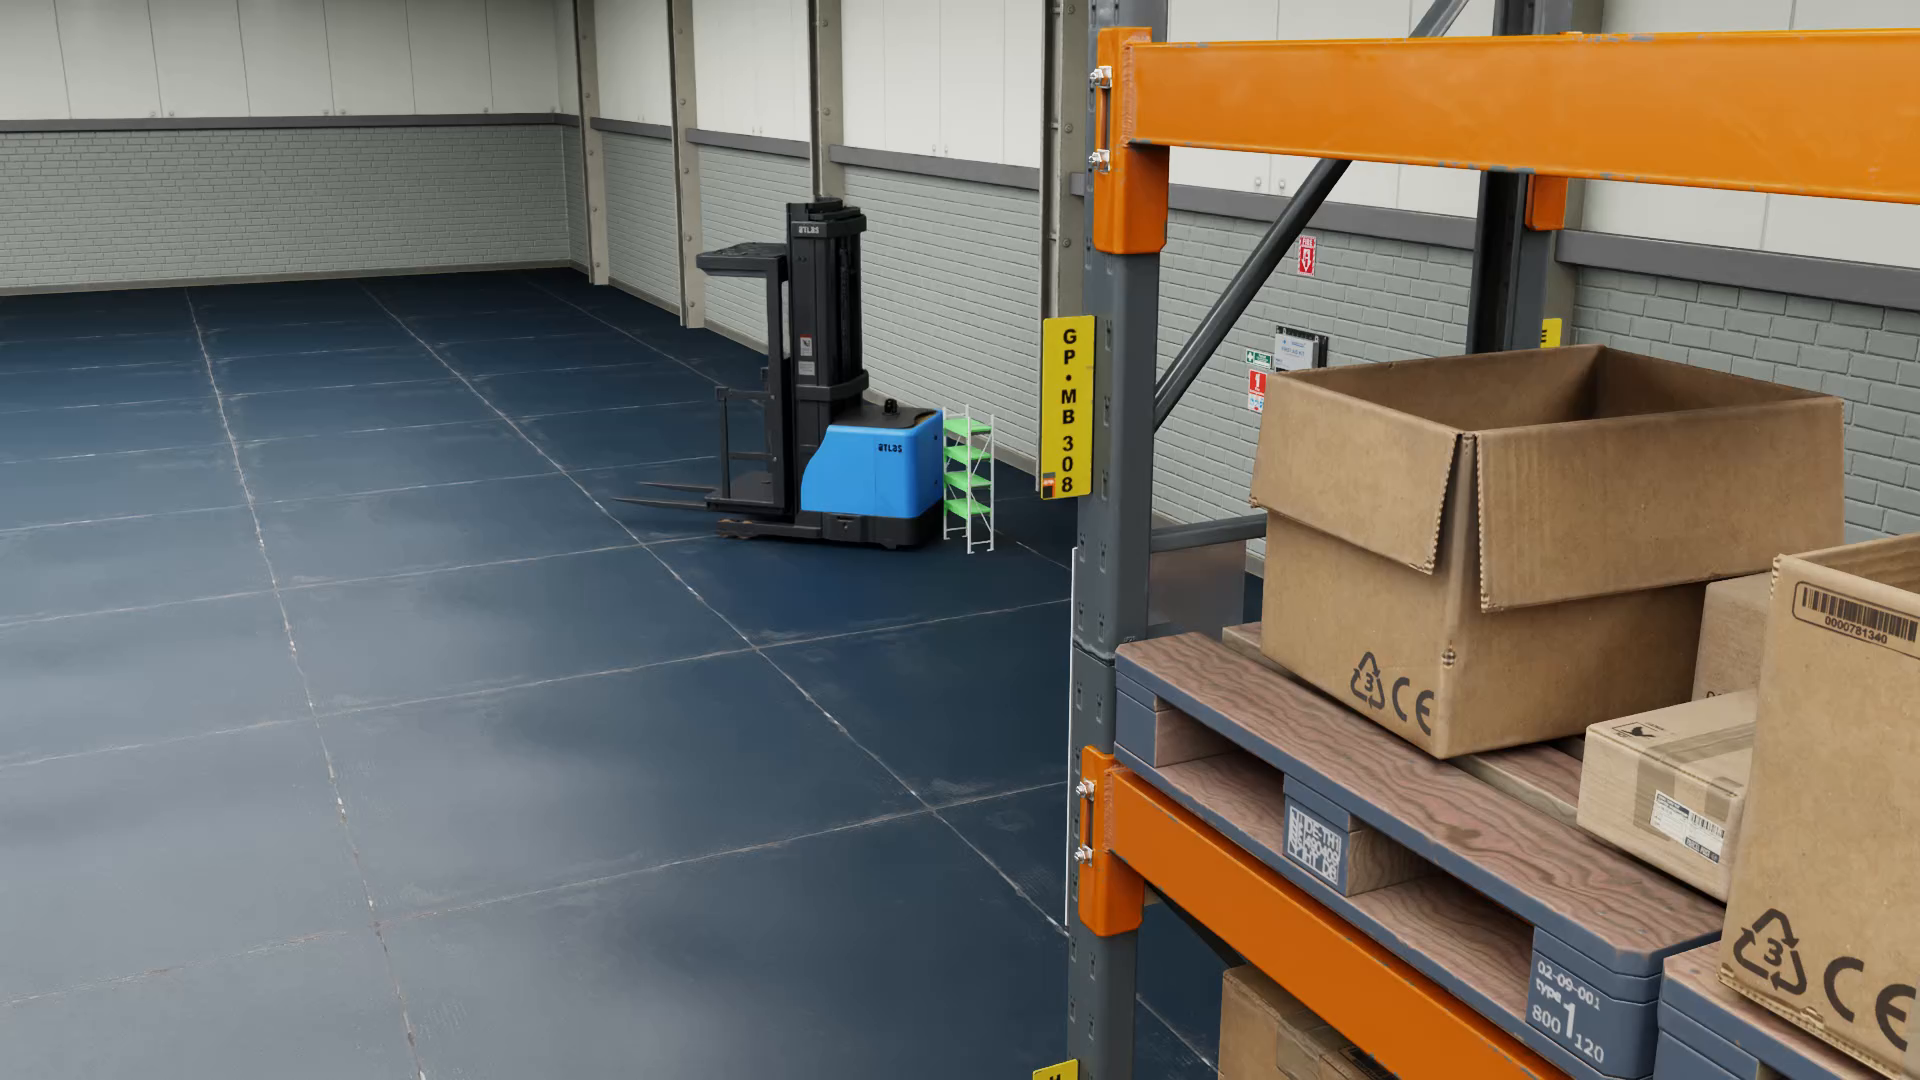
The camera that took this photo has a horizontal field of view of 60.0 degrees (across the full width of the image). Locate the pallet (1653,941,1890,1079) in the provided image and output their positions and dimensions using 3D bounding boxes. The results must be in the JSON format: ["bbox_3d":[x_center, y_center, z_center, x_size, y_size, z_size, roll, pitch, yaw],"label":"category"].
[{"bbox_3d":[1.518,0.681,1.660,1.003,0.211,1.213,-8,18,-25],"label":"pallet"}]

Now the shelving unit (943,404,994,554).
[{"bbox_3d":[0.073,-0.536,14.442,0.258,1.200,0.503,-8,18,-25],"label":"shelving unit"}]

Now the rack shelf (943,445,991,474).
[{"bbox_3d":[0.073,-0.705,14.394,0.258,0.148,0.480,-8,18,-25],"label":"rack shelf"}]

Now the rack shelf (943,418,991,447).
[{"bbox_3d":[0.073,-0.936,14.327,0.258,0.148,0.480,-8,18,-25],"label":"rack shelf"}]

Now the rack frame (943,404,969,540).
[{"bbox_3d":[-0.034,-0.596,14.653,0.240,1.200,0.015,-8,18,-25],"label":"rack frame"}]

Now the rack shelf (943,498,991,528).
[{"bbox_3d":[0.073,-0.244,14.526,0.258,0.148,0.480,-8,18,-25],"label":"rack shelf"}]

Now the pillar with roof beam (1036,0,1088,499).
[{"bbox_3d":[-2.898,-4.270,13.316,9.100,9.000,0.400,-8,18,-25],"label":"pillar with roof beam"}]

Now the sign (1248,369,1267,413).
[{"bbox_3d":[2.402,-1.203,13.440,0.001,0.329,0.234,-8,18,-25],"label":"sign"}]

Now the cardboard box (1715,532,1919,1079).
[{"bbox_3d":[1.175,0.285,1.685,0.500,0.500,0.500,-8,18,-25],"label":"cardboard box"}]

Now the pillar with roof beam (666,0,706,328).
[{"bbox_3d":[-8.155,-7.246,23.685,9.100,9.000,0.400,-8,18,-25],"label":"pillar with roof beam"}]

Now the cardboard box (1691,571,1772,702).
[{"bbox_3d":[1.435,0.214,2.385,0.500,0.250,0.500,-8,18,-25],"label":"cardboard box"}]

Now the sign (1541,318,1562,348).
[{"bbox_3d":[1.187,-0.292,3.431,0.100,0.325,0.005,-8,18,-25],"label":"sign"}]

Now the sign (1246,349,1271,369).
[{"bbox_3d":[2.397,-1.456,13.359,0.001,0.109,0.331,-8,18,-25],"label":"sign"}]

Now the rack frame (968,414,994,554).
[{"bbox_3d":[0.179,-0.475,14.231,0.240,1.200,0.015,-8,18,-25],"label":"rack frame"}]

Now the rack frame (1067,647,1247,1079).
[{"bbox_3d":[0.693,1.599,3.739,1.000,3.000,0.127,-8,18,-25],"label":"rack frame"}]

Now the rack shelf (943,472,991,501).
[{"bbox_3d":[0.073,-0.474,14.460,0.258,0.148,0.480,-8,18,-25],"label":"rack shelf"}]

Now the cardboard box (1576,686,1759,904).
[{"bbox_3d":[1.050,0.322,2.192,0.380,0.149,0.250,-8,18,-25],"label":"cardboard box"}]

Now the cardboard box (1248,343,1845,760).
[{"bbox_3d":[0.941,-0.018,2.736,0.797,0.503,0.637,-6,17,-21],"label":"cardboard box"}]

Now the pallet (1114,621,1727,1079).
[{"bbox_3d":[0.980,0.378,2.716,1.003,0.211,1.213,-8,18,-25],"label":"pallet"}]

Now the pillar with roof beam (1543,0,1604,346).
[{"bbox_3d":[-0.270,-2.782,8.132,9.100,9.000,0.400,-8,18,-25],"label":"pillar with roof beam"}]

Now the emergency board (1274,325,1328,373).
[{"bbox_3d":[2.552,-1.036,12.924,0.194,1.169,0.643,-8,18,-25],"label":"emergency board"}]

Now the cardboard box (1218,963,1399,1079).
[{"bbox_3d":[0.909,1.058,3.092,0.700,0.500,0.500,-8,18,-25],"label":"cardboard box"}]

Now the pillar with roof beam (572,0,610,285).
[{"bbox_3d":[-10.784,-8.733,28.869,9.100,9.000,0.400,-8,18,-25],"label":"pillar with roof beam"}]

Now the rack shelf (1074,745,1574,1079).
[{"bbox_3d":[1.569,0.999,1.697,1.077,0.370,4.000,-8,18,-25],"label":"rack shelf"}]

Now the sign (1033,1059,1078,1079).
[{"bbox_3d":[0.192,1.211,3.381,0.100,0.325,0.005,-8,18,-25],"label":"sign"}]

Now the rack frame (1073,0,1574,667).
[{"bbox_3d":[0.693,-1.284,2.912,1.000,3.000,0.127,-8,18,-25],"label":"rack frame"}]

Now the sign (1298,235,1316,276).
[{"bbox_3d":[2.638,-2.165,12.653,0.001,0.298,0.199,-8,18,-25],"label":"sign"}]

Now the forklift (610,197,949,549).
[{"bbox_3d":[-1.674,-1.545,14.819,3.031,2.935,1.130,5,17,16],"label":"forklift"}]

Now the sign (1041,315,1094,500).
[{"bbox_3d":[0.192,-0.235,2.966,0.100,0.325,0.005,-8,18,-25],"label":"sign"}]

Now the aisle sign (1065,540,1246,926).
[{"bbox_3d":[0.389,0.370,3.309,0.394,0.787,0.004,-8,18,-25],"label":"aisle sign"}]

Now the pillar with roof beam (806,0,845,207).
[{"bbox_3d":[-5.527,-5.758,18.501,9.100,9.000,0.400,-8,18,-25],"label":"pillar with roof beam"}]

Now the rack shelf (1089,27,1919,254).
[{"bbox_3d":[1.569,-0.250,1.338,1.077,0.370,4.000,-8,18,-25],"label":"rack shelf"}]
